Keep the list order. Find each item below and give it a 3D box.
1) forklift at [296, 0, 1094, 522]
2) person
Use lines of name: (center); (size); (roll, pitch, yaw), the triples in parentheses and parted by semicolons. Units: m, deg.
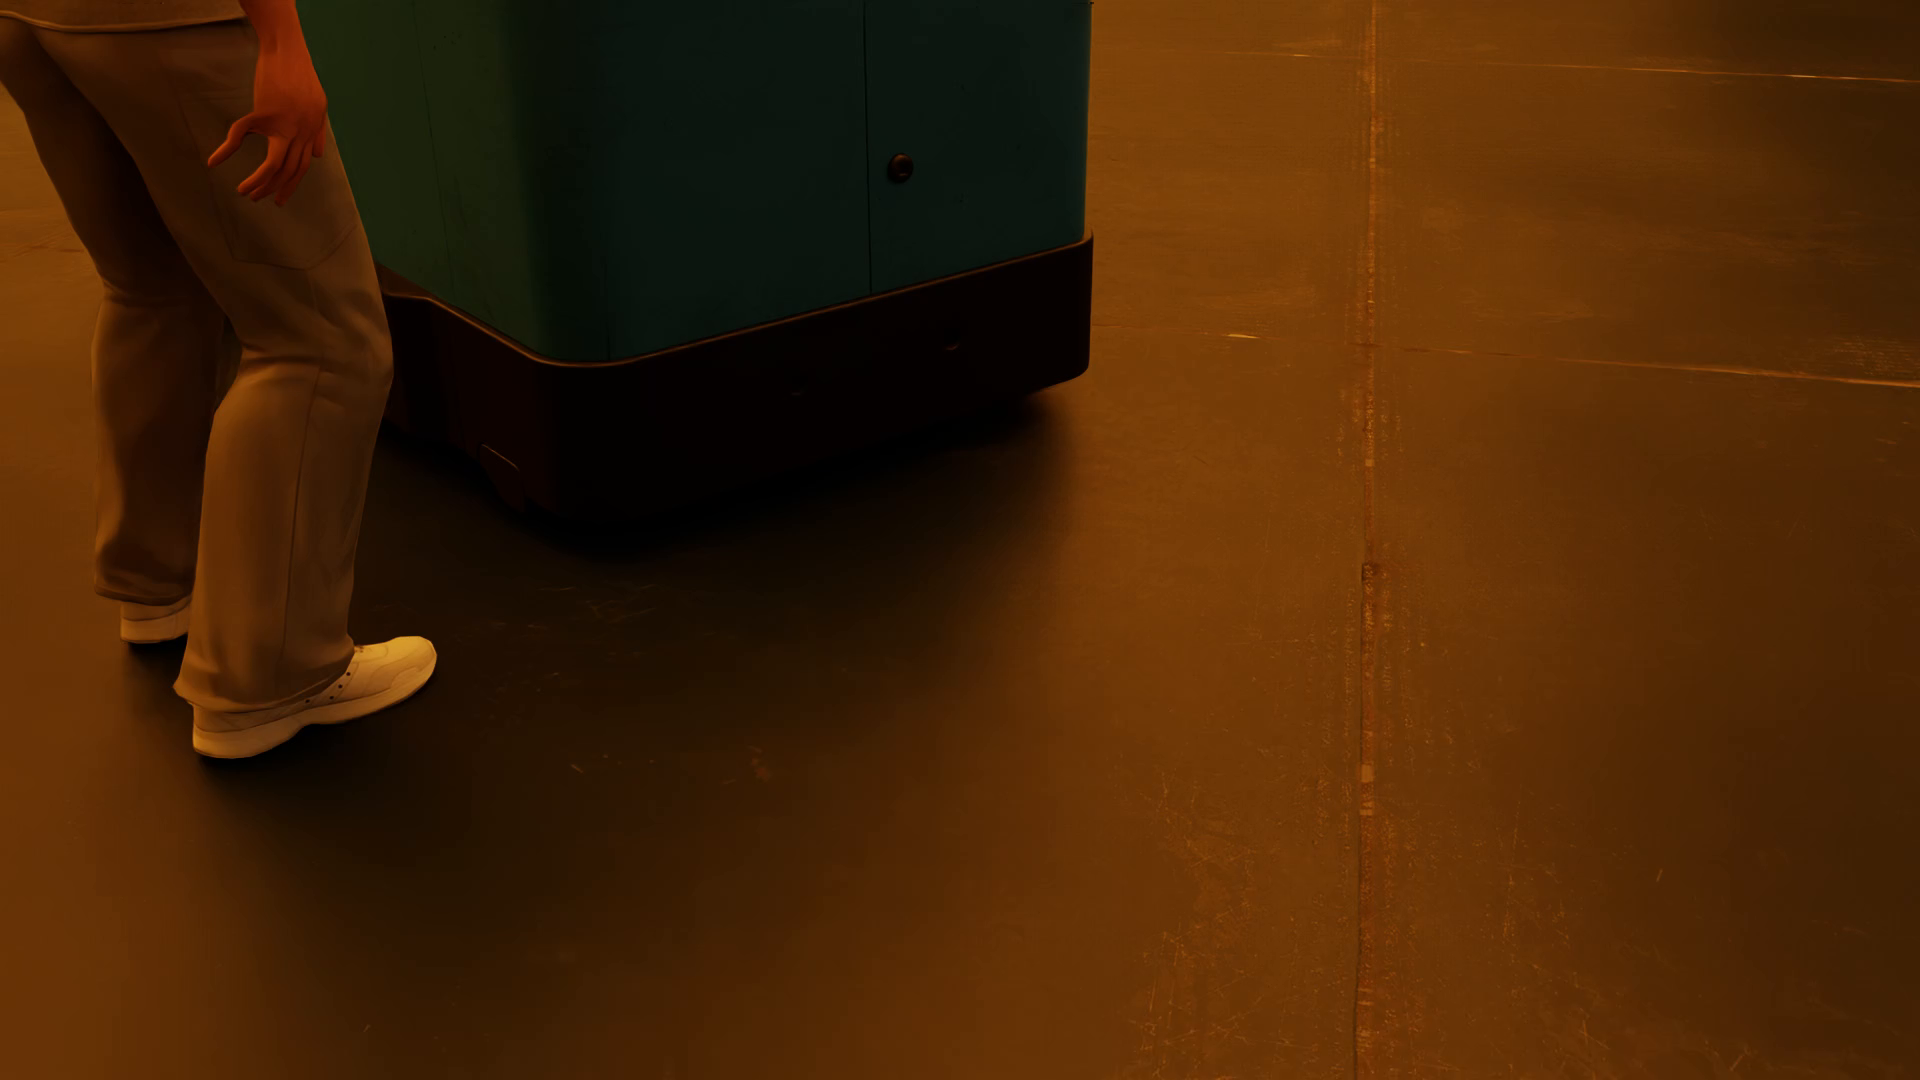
forklift: (-1.104, -1.923, 3.057); (1.130, 2.935, 3.031); (-21, 33, -35)
person: (-0.882, -0.562, 1.792); (0.749, 1.648, 0.363); (18, 32, 32)
